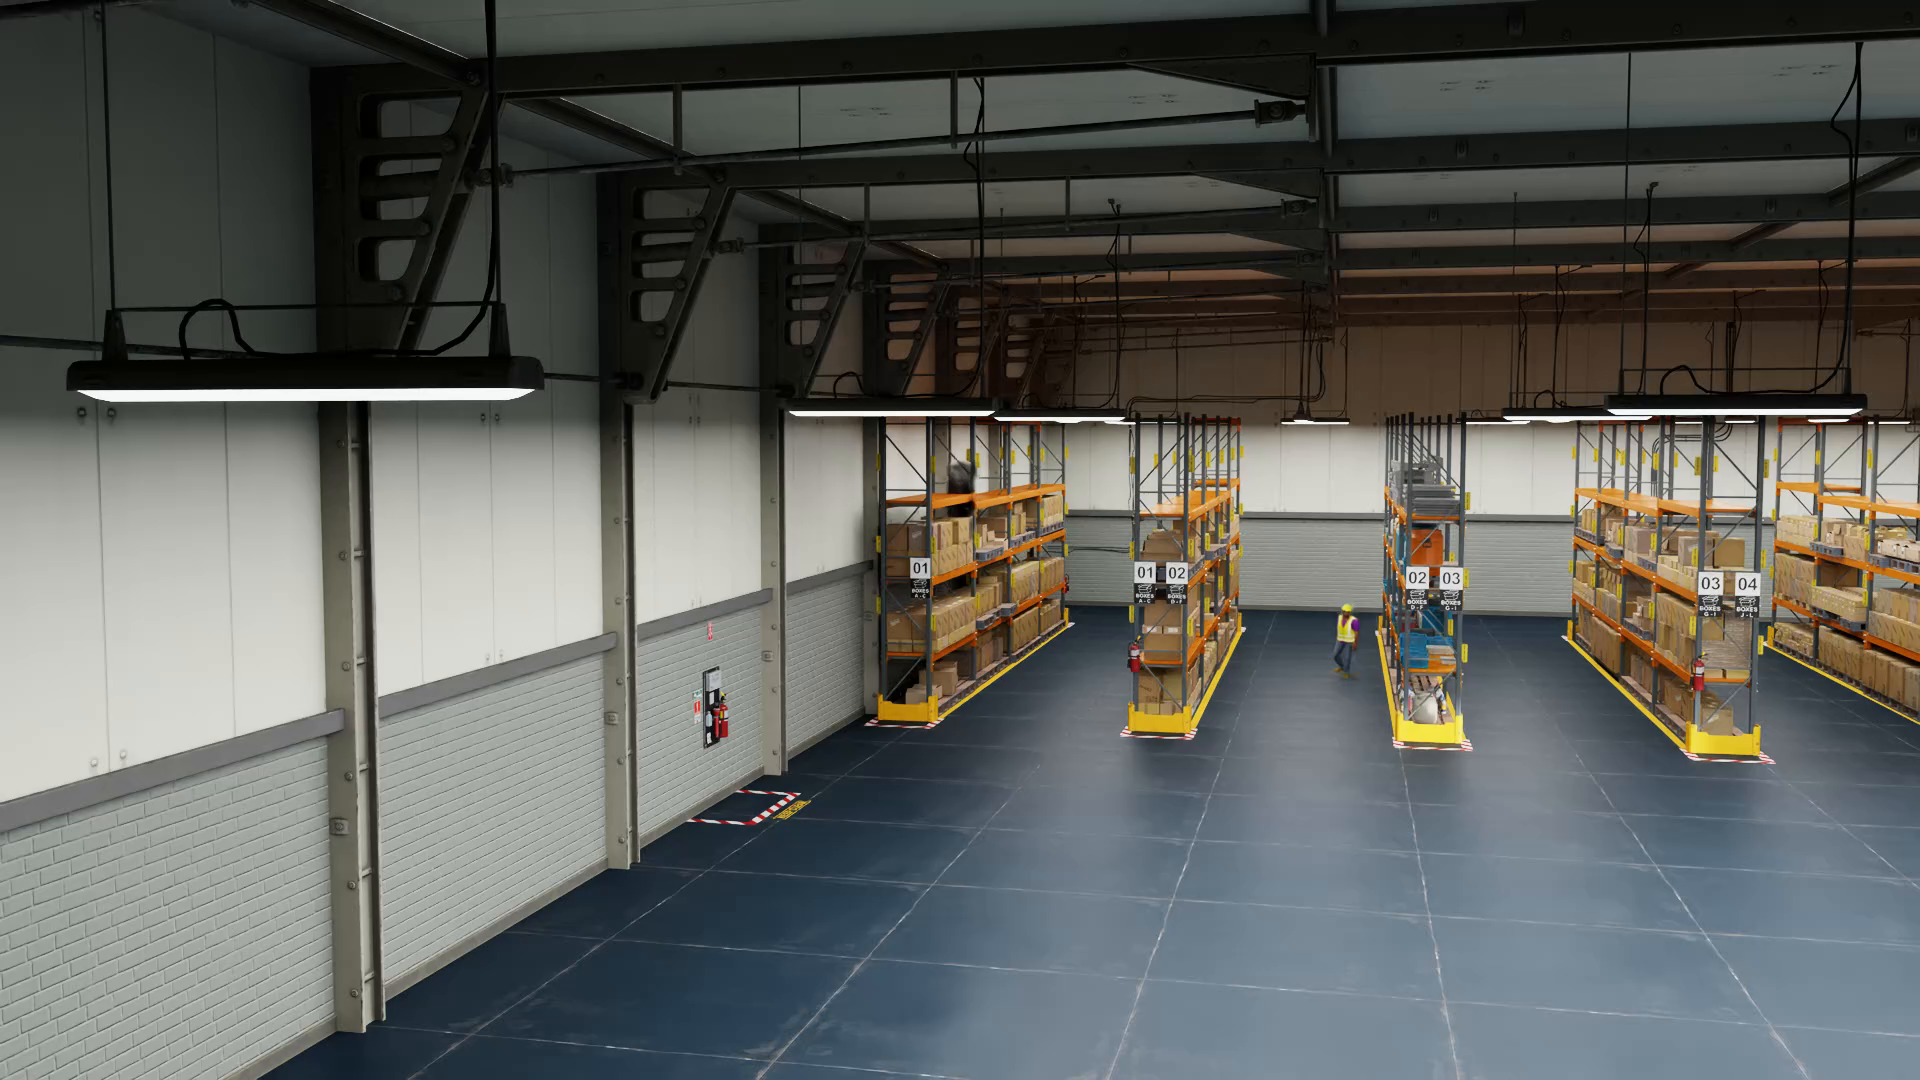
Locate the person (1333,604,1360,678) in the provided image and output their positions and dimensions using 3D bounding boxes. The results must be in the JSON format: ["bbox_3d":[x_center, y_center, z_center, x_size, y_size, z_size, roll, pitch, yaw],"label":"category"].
[{"bbox_3d":[8.800,2.301,37.951,0.720,1.720,0.609,3,5,40],"label":"person"}]
